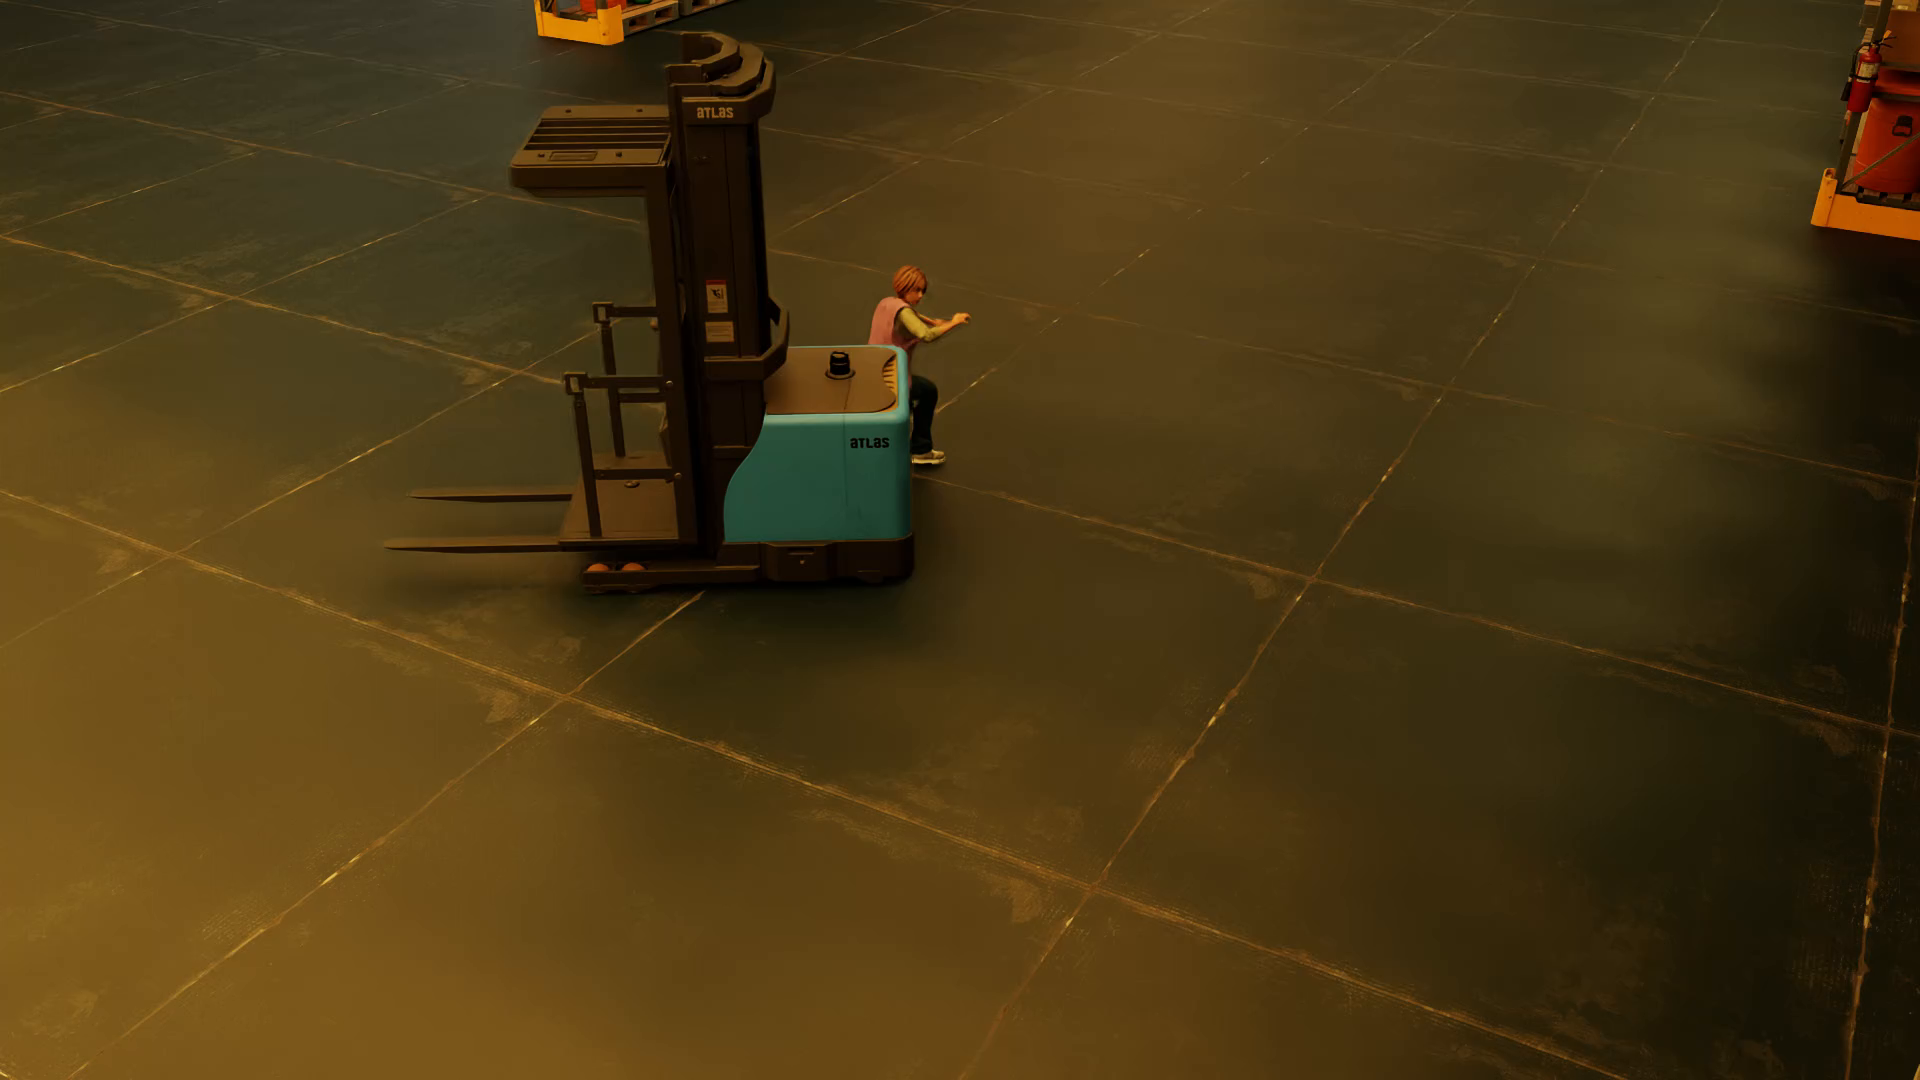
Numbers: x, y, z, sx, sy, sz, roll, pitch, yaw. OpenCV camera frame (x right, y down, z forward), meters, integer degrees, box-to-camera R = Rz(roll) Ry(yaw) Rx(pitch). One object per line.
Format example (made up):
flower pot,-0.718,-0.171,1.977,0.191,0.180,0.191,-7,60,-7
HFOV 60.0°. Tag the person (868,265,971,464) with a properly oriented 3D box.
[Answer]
person,-0.228,-1.110,10.614,0.652,1.331,0.922,23,37,35

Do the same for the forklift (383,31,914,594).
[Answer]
forklift,-1.795,-1.234,9.209,3.031,2.935,1.130,-1,30,-2
